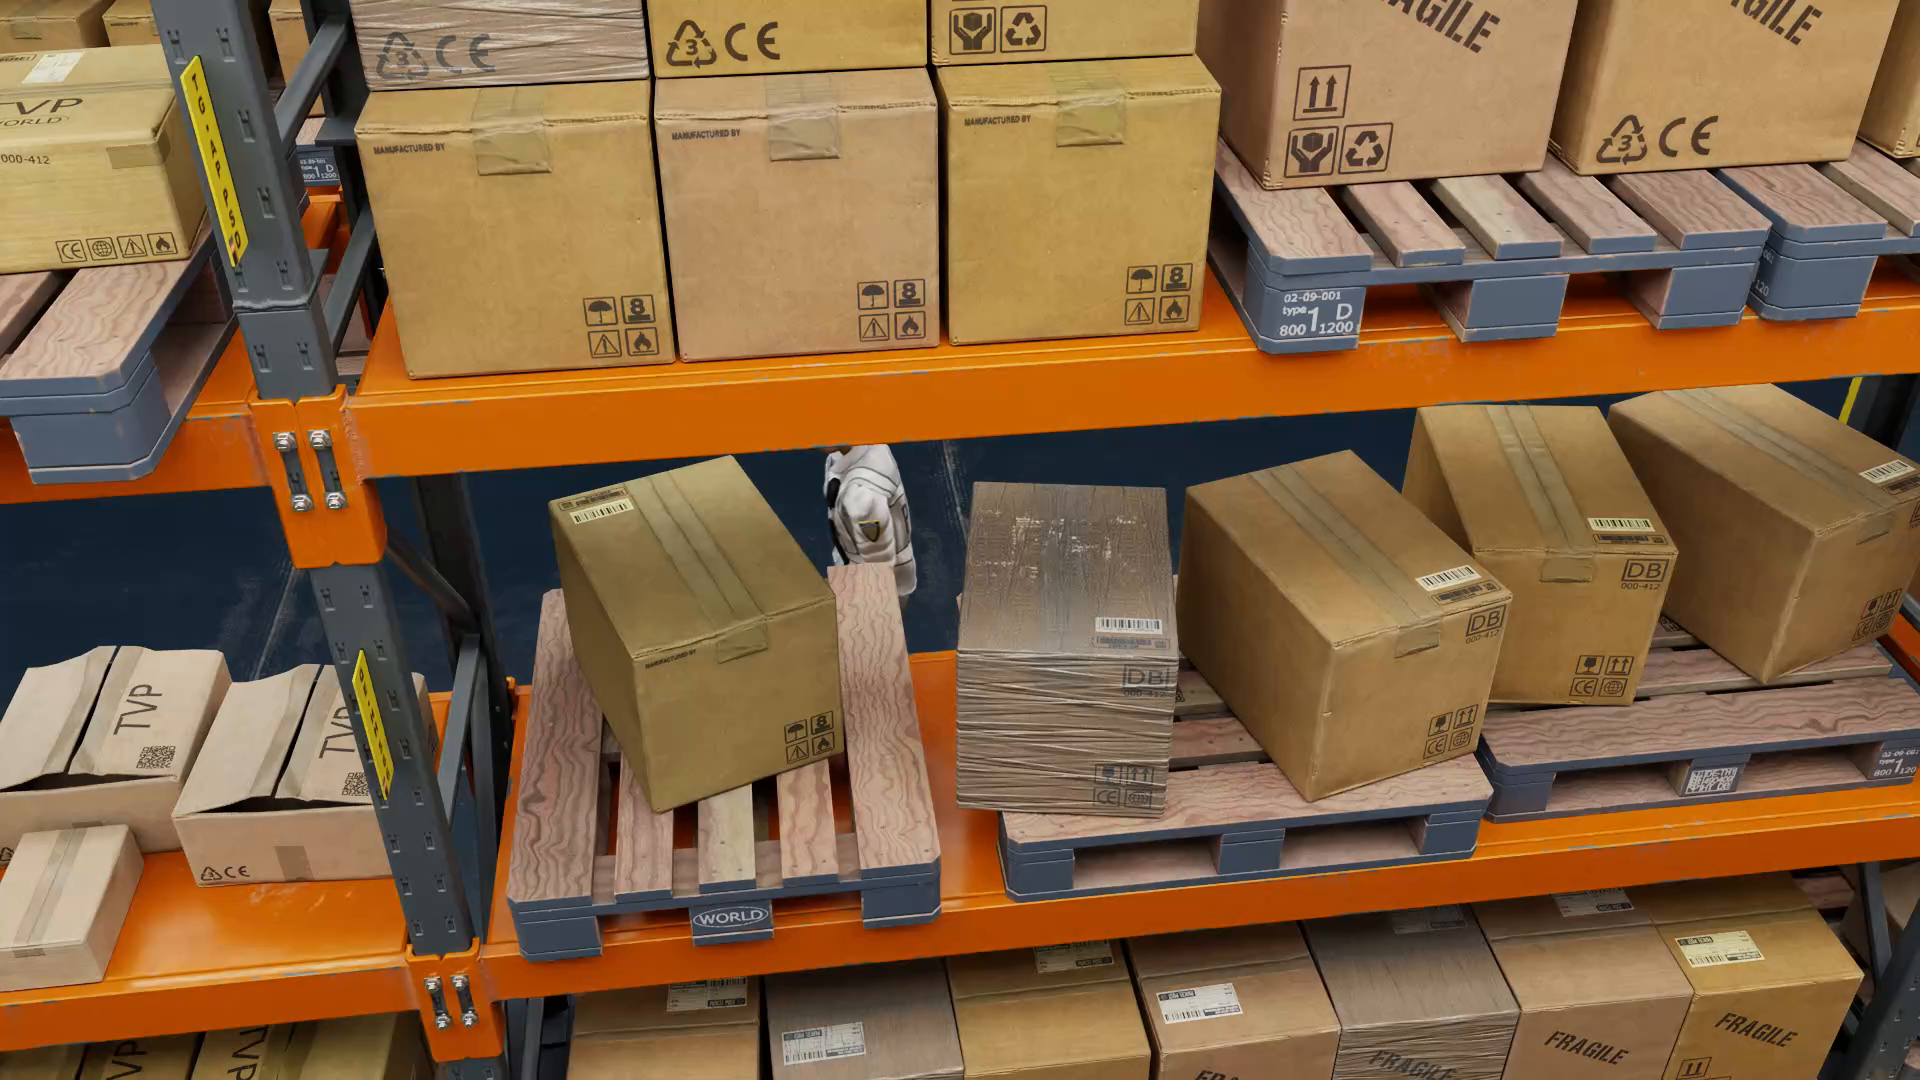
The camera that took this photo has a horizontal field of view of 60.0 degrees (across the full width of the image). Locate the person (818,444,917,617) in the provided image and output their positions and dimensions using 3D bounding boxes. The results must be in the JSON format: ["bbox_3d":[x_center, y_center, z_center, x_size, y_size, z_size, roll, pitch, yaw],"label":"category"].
[{"bbox_3d":[-0.346,0.156,5.918,0.371,1.663,0.531,-6,35,-8],"label":"person"}]
